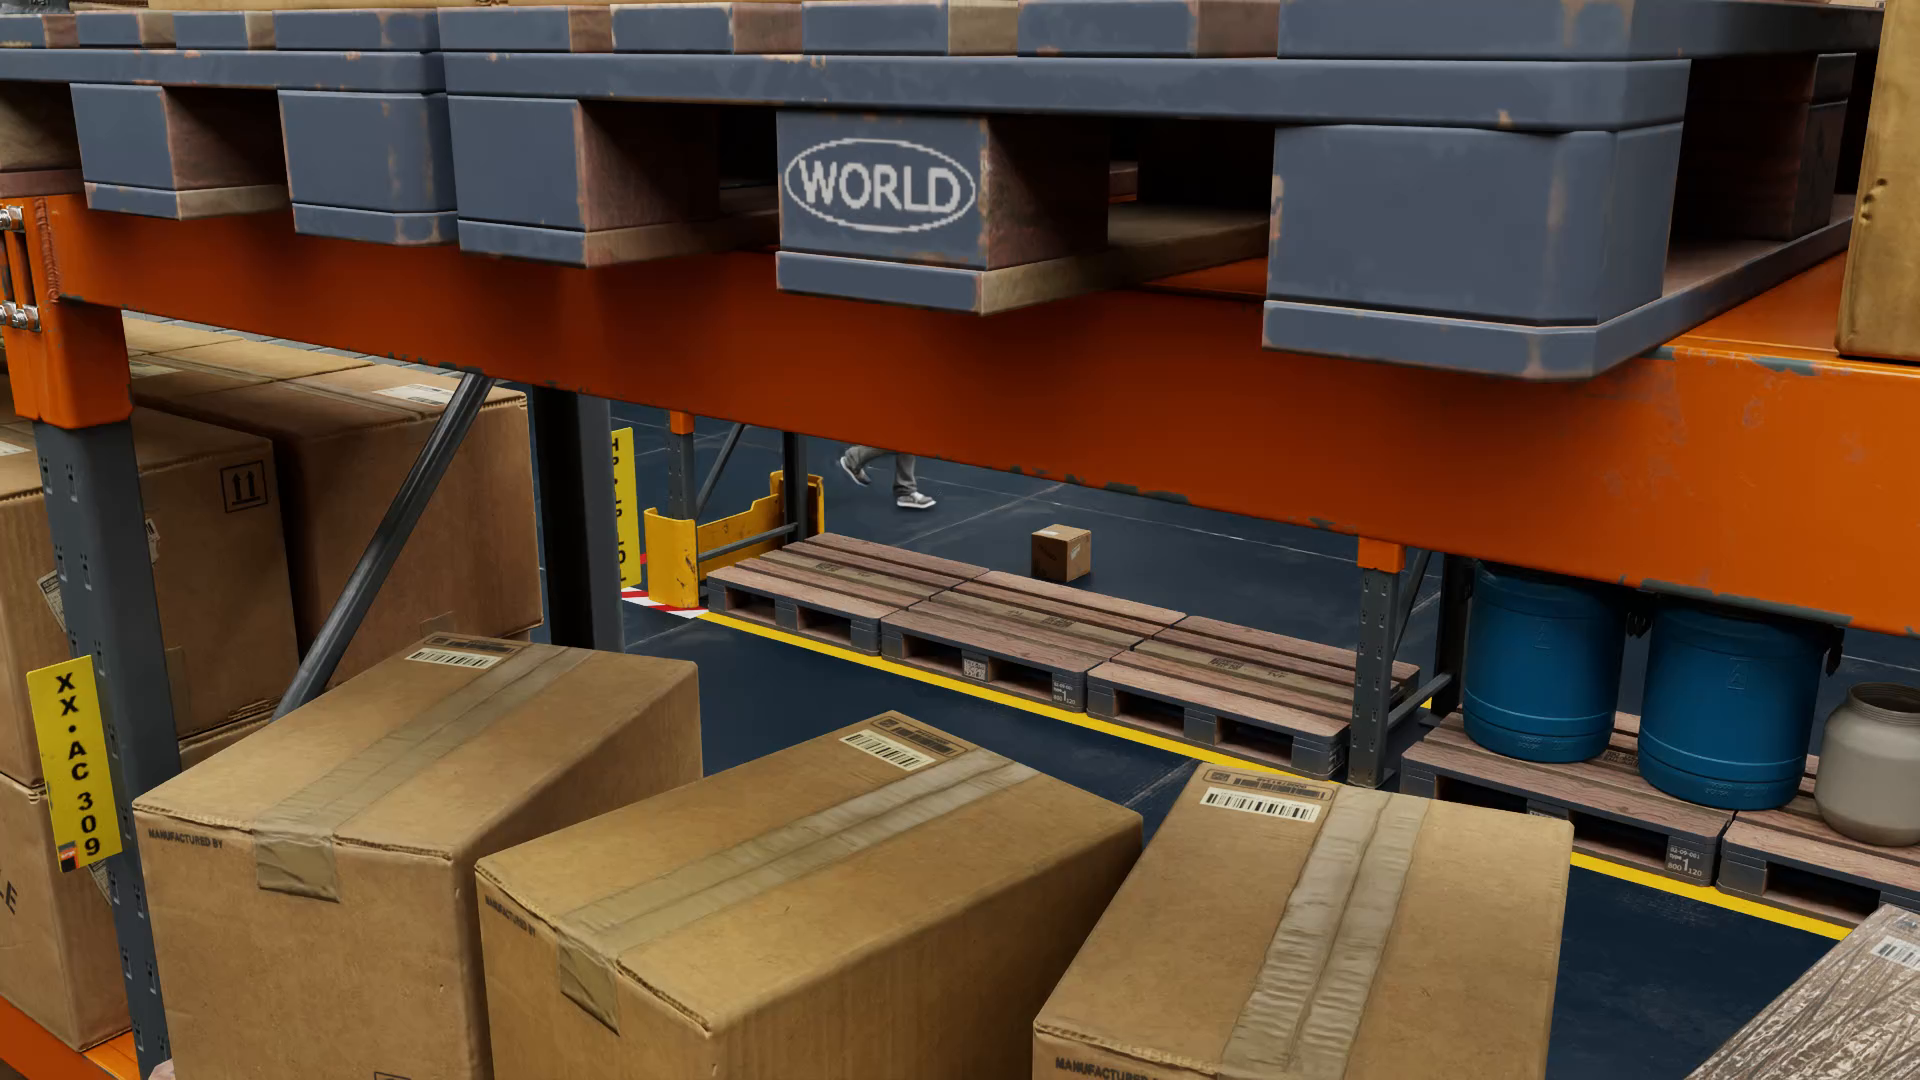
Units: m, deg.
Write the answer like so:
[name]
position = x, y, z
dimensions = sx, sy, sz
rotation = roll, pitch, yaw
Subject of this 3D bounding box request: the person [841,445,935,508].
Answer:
[person]
position = -0.497, -0.972, 10.738
dimensions = 0.659, 1.569, 0.447
rotation = 6, 18, 19
